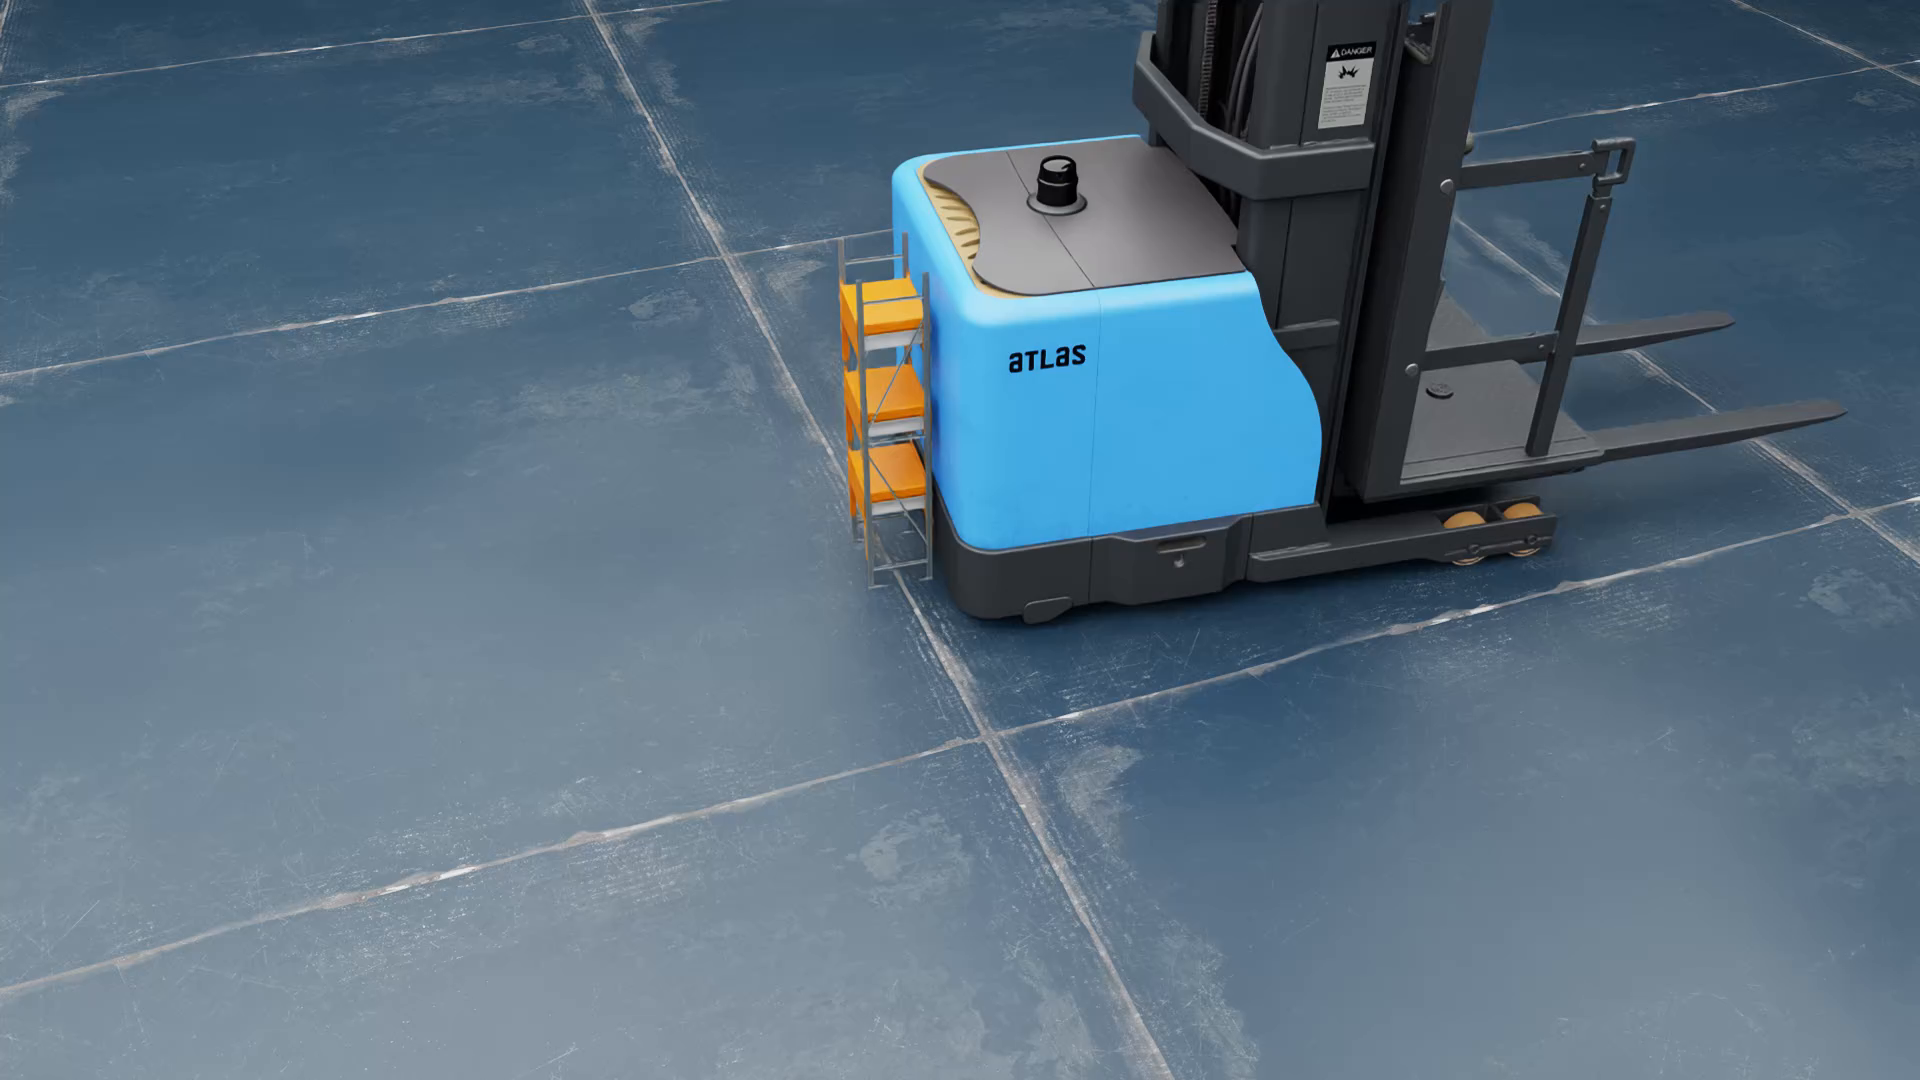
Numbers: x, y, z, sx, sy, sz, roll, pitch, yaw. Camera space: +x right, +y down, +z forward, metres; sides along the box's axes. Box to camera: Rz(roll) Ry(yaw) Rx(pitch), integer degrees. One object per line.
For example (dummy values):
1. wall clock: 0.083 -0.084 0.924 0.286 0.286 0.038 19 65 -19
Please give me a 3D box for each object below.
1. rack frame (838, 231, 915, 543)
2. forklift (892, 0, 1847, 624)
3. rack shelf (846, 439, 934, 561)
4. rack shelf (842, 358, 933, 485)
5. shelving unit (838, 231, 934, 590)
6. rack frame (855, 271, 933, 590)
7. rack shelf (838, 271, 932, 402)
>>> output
1. rack frame: -0.242 -0.428 4.946 0.200 1.050 0.008 -9 38 -12
2. forklift: 1.356 -1.393 4.663 3.031 2.935 1.130 -8 38 -11
3. rack shelf: -0.211 -0.127 5.025 0.215 0.259 0.240 -9 38 -12
4. rack shelf: -0.211 -0.349 4.858 0.215 0.259 0.240 -9 38 -12
5. shelving unit: -0.211 -0.357 4.851 0.215 1.050 0.252 -9 38 -12
6. rack frame: -0.180 -0.286 4.757 0.200 1.050 0.008 -9 38 -12
7. rack shelf: -0.211 -0.575 4.687 0.215 0.259 0.240 -9 38 -12
